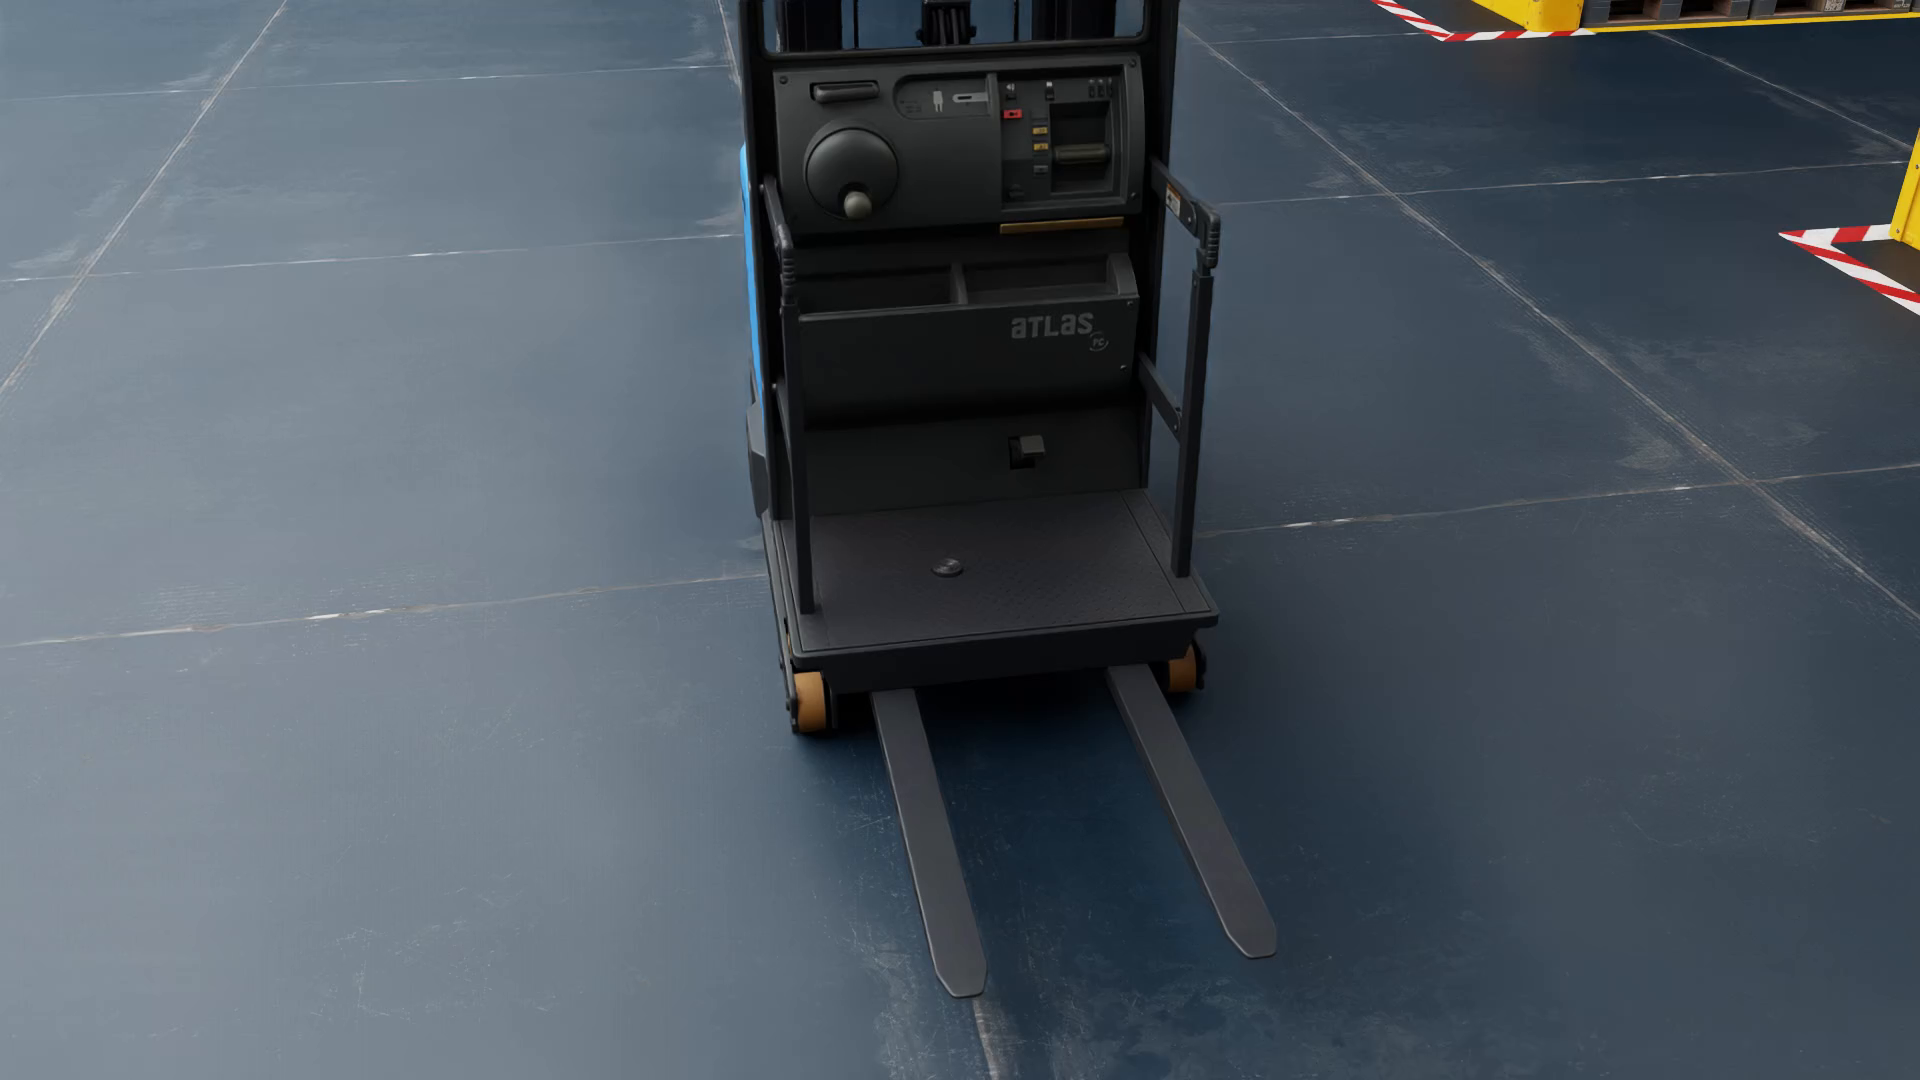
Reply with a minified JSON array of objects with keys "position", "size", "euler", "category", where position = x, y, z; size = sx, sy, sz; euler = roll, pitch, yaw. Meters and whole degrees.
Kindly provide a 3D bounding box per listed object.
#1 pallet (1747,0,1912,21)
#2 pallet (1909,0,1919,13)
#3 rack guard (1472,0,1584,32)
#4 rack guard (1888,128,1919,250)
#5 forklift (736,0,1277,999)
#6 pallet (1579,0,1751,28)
[{"position":[5.830,-3.891,11.659],"size":[1.213,0.211,1.003],"euler":[-5,31,-9],"category":"pallet"},{"position":[7.033,-4.004,11.851],"size":[1.213,0.211,1.003],"euler":[-5,31,-9],"category":"pallet"},{"position":[3.827,-3.849,11.303],"size":[0.348,0.500,1.175],"euler":[-5,31,-9],"category":"rack guard"},{"position":[4.523,-1.358,7.066],"size":[0.348,0.500,1.175],"euler":[-5,31,-9],"category":"rack guard"},{"position":[0.046,-0.954,3.981],"size":[1.130,2.935,3.031],"euler":[-5,31,-9],"category":"forklift"},{"position":[4.632,-3.781,11.472],"size":[1.213,0.211,1.003],"euler":[-5,31,-9],"category":"pallet"}]
